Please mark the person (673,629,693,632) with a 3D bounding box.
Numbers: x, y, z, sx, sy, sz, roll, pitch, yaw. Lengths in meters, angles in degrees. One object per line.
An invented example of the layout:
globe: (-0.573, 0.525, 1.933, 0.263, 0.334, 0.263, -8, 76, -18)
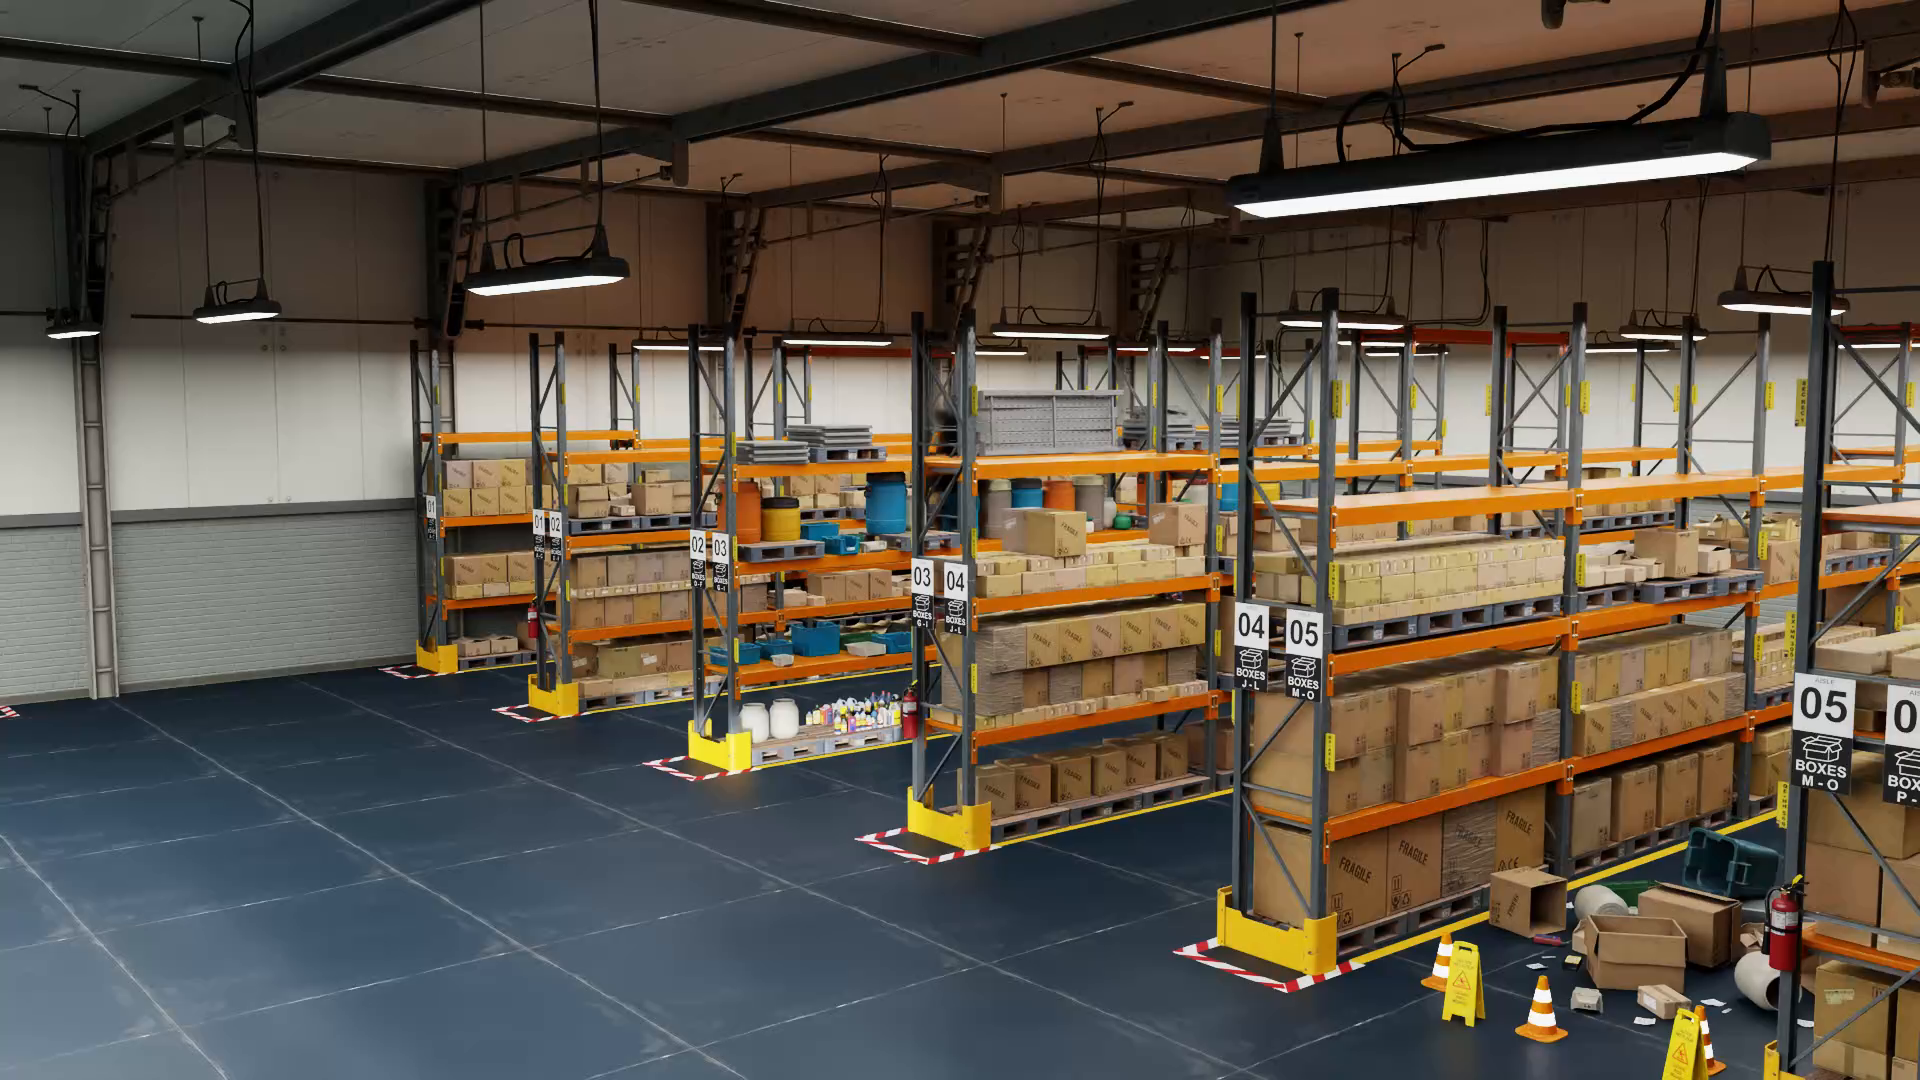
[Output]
person: (-4.933, 1.565, 30.013, 0.519, 1.517, 0.730, 2, 6, 25)
